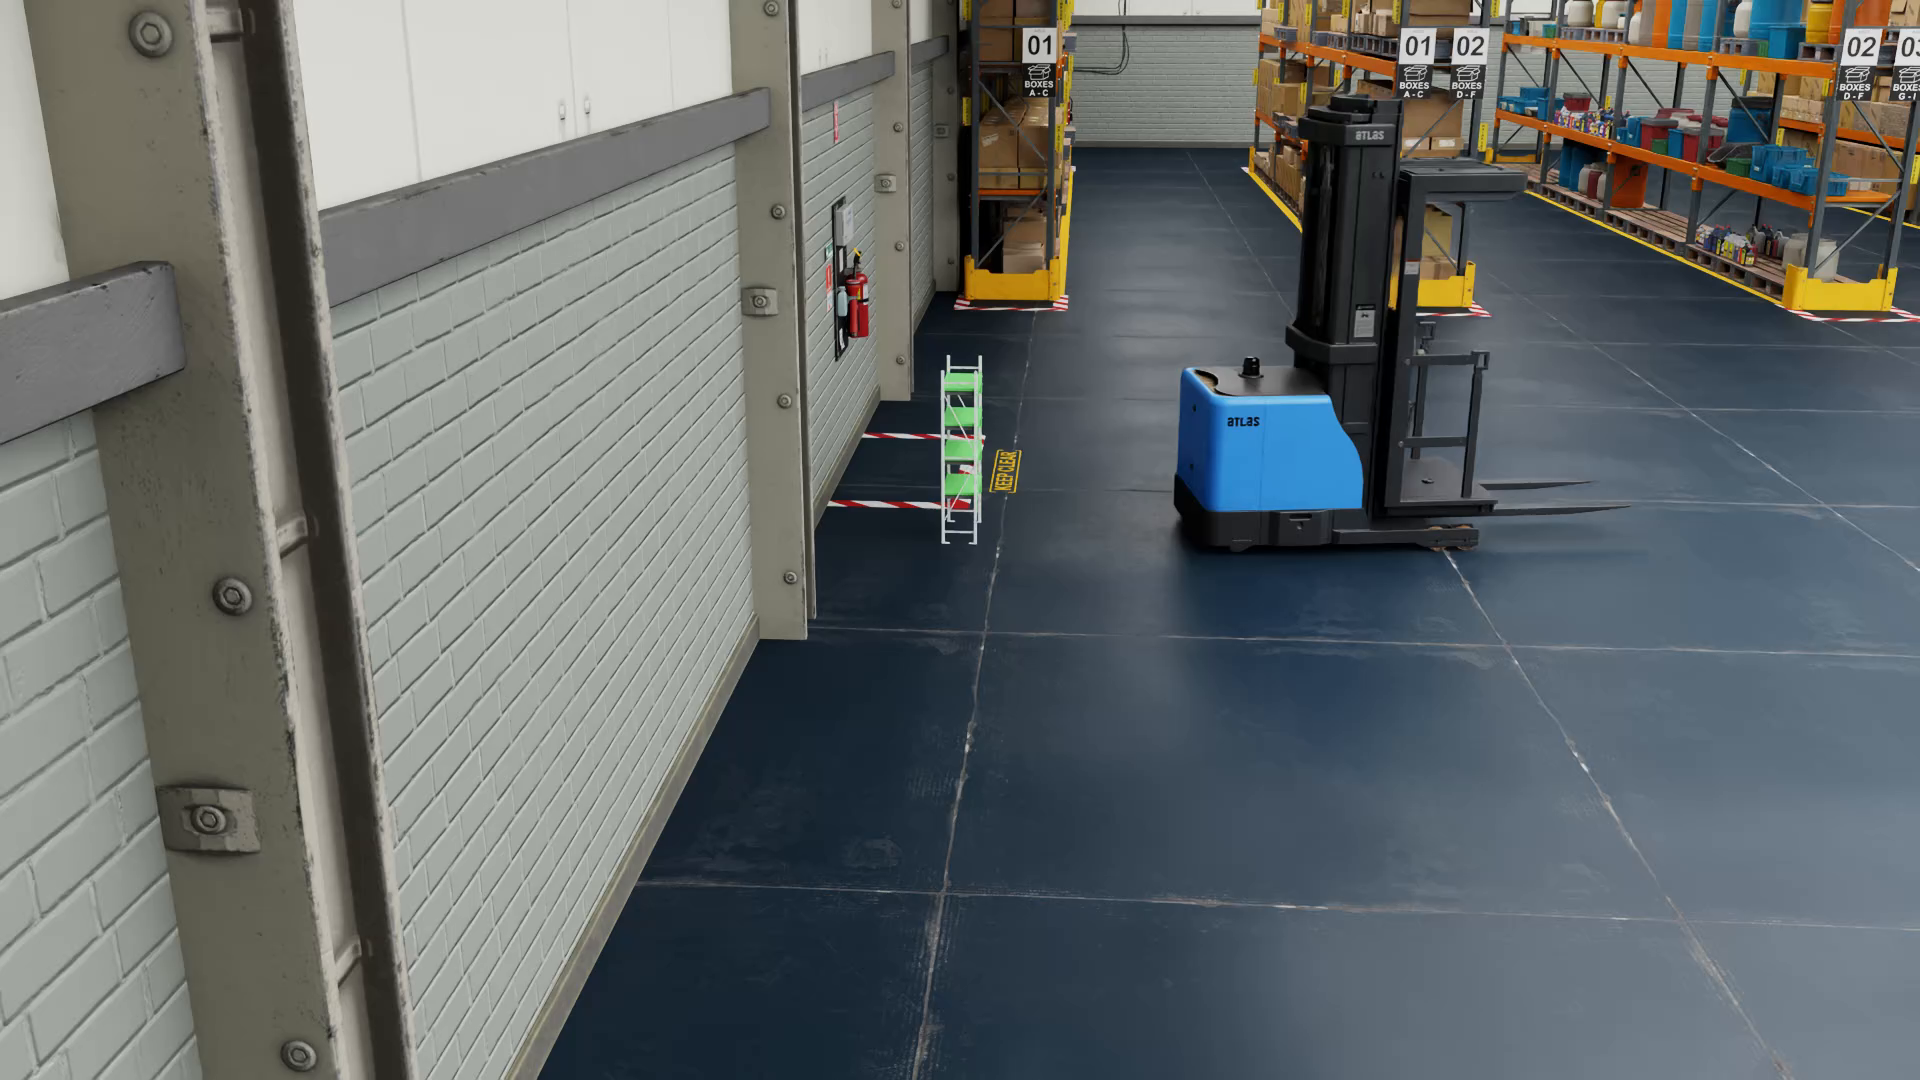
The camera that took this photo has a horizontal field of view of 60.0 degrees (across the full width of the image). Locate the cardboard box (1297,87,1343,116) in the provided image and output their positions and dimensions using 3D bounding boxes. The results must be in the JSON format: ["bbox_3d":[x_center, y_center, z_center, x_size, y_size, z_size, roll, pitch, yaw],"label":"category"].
[{"bbox_3d":[6.375,-7.716,29.318,0.700,0.500,0.500,-3,18,-10],"label":"cardboard box"}]

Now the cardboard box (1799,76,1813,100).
[{"bbox_3d":[16.127,-8.527,31.188,0.500,0.500,0.500,1,18,4],"label":"cardboard box"}]

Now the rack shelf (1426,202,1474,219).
[{"bbox_3d":[5.723,-4.571,21.711,1.077,0.370,4.000,1,18,4],"label":"rack shelf"}]

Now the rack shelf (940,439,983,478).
[{"bbox_3d":[0.012,-0.561,11.413,0.258,0.148,0.480,1,18,4],"label":"rack shelf"}]

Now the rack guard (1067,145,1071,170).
[{"bbox_3d":[1.787,-8.190,35.615,1.175,0.500,0.348,1,18,4],"label":"rack guard"}]

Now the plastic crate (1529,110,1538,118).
[{"bbox_3d":[11.193,-8.158,31.849,0.437,0.125,0.590,1,18,4],"label":"plastic crate"}]

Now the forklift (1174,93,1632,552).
[{"bbox_3d":[3.081,-1.481,11.235,3.031,2.935,1.130,-2,18,-5],"label":"forklift"}]

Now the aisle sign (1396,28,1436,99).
[{"bbox_3d":[5.282,-5.513,19.256,0.394,0.787,0.004,1,18,4],"label":"aisle sign"}]

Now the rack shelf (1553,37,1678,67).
[{"bbox_3d":[11.237,-8.369,28.486,1.077,0.370,4.000,1,18,4],"label":"rack shelf"}]

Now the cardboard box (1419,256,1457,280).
[{"bbox_3d":[5.840,-3.346,20.559,0.500,0.250,0.500,1,18,4],"label":"cardboard box"}]

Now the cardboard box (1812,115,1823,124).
[{"bbox_3d":[16.016,-7.779,30.749,0.380,0.149,0.250,1,18,4],"label":"cardboard box"}]

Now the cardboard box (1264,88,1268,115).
[{"bbox_3d":[6.324,-8.705,33.012,0.500,0.500,0.500,2,18,5],"label":"cardboard box"}]

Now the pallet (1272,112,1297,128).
[{"bbox_3d":[6.274,-7.682,30.357,1.003,0.211,1.213,1,18,4],"label":"pallet"}]

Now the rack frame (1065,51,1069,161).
[{"bbox_3d":[1.786,-9.370,35.203,1.000,3.000,0.127,1,18,4],"label":"rack frame"}]

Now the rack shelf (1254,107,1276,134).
[{"bbox_3d":[6.583,-8.298,33.085,1.077,0.370,4.000,1,18,4],"label":"rack shelf"}]

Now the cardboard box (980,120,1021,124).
[{"bbox_3d":[0.506,-5.003,20.878,0.500,0.500,0.500,2,18,5],"label":"cardboard box"}]

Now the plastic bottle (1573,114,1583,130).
[{"bbox_3d":[10.884,-7.353,29.245,0.152,0.276,0.135,1,18,4],"label":"plastic bottle"}]

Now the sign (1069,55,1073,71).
[{"bbox_3d":[2.326,-10.017,34.935,0.100,0.325,0.005,1,18,4],"label":"sign"}]

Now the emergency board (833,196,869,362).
[{"bbox_3d":[-0.819,-2.008,12.733,0.194,1.169,0.643,1,18,4],"label":"emergency board"}]

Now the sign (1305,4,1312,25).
[{"bbox_3d":[5.612,-8.460,26.777,0.100,0.325,0.005,1,18,4],"label":"sign"}]

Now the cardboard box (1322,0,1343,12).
[{"bbox_3d":[6.191,-8.860,27.061,0.500,0.500,0.500,1,18,4],"label":"cardboard box"}]

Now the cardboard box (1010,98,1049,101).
[{"bbox_3d":[1.121,-6.609,25.907,0.700,0.500,0.500,1,18,4],"label":"cardboard box"}]

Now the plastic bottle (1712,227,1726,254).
[{"bbox_3d":[10.322,-4.072,22.582,0.144,0.351,0.185,1,18,2],"label":"plastic bottle"}]

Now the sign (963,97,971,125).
[{"bbox_3d":[0.086,-5.120,19.864,0.100,0.325,0.005,1,18,4],"label":"sign"}]

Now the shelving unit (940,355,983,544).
[{"bbox_3d":[0.012,-0.622,11.393,0.258,1.200,0.503,1,18,4],"label":"shelving unit"}]

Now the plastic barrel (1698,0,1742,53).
[{"bbox_3d":[10.627,-7.249,23.105,0.600,0.901,0.708,1,18,4],"label":"plastic barrel"}]

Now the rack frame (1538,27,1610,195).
[{"bbox_3d":[11.380,-7.907,30.736,1.000,3.000,0.127,1,18,4],"label":"rack frame"}]

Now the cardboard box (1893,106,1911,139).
[{"bbox_3d":[15.864,-6.915,27.549,0.500,0.500,0.500,1,18,3],"label":"cardboard box"}]

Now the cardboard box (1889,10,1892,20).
[{"bbox_3d":[16.152,-9.040,28.847,0.500,0.311,0.500,1,18,2],"label":"cardboard box"}]

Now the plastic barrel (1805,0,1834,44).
[{"bbox_3d":[10.475,-6.251,19.890,0.600,0.588,0.600,0,18,0],"label":"plastic barrel"}]

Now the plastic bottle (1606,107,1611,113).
[{"bbox_3d":[11.641,-7.591,29.850,0.144,0.351,0.185,1,18,4],"label":"plastic bottle"}]

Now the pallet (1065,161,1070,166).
[{"bbox_3d":[1.806,-7.795,34.874,1.003,0.211,1.213,1,18,4],"label":"pallet"}]

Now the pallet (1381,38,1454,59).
[{"bbox_3d":[5.656,-5.894,19.918,1.003,0.211,1.213,1,18,4],"label":"pallet"}]

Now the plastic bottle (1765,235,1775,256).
[{"bbox_3d":[10.907,-3.968,22.373,0.061,0.283,0.133,1,18,4],"label":"plastic bottle"}]

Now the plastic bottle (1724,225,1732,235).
[{"bbox_3d":[10.479,-4.128,22.751,0.144,0.351,0.185,1,18,4],"label":"plastic bottle"}]

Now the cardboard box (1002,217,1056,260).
[{"bbox_3d":[0.921,-4.039,22.240,0.700,0.500,0.500,0,18,0],"label":"cardboard box"}]

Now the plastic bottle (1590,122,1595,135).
[{"bbox_3d":[10.782,-6.994,28.269,0.097,0.201,0.097,0,18,0],"label":"plastic bottle"}]

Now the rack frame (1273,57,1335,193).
[{"bbox_3d":[6.440,-8.019,31.077,1.000,3.000,0.127,1,18,4],"label":"rack frame"}]

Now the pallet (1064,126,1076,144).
[{"bbox_3d":[1.267,-6.571,26.967,1.213,0.211,1.003,1,18,4],"label":"pallet"}]

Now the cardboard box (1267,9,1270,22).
[{"bbox_3d":[6.358,-10.388,32.930,0.500,0.250,0.500,1,18,4],"label":"cardboard box"}]

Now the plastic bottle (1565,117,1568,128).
[{"bbox_3d":[10.898,-7.498,29.807,0.097,0.201,0.097,0,18,0],"label":"plastic bottle"}]

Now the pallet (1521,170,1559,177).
[{"bbox_3d":[11.479,-7.191,33.030,1.003,0.211,1.213,1,18,4],"label":"pallet"}]

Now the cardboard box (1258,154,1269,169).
[{"bbox_3d":[6.333,-7.690,33.784,0.500,0.250,0.500,1,18,4],"label":"cardboard box"}]

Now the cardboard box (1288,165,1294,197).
[{"bbox_3d":[6.024,-6.254,29.000,0.500,0.500,0.500,1,18,2],"label":"cardboard box"}]

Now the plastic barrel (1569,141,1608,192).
[{"bbox_3d":[11.274,-6.721,29.812,0.600,0.901,0.708,1,18,4],"label":"plastic barrel"}]

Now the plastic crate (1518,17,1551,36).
[{"bbox_3d":[11.283,-10.077,32.641,0.504,0.338,0.767,1,18,4],"label":"plastic crate"}]

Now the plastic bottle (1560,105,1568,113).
[{"bbox_3d":[11.029,-7.769,30.394,0.144,0.351,0.185,1,18,4],"label":"plastic bottle"}]

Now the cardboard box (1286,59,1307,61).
[{"bbox_3d":[6.969,-9.639,34.257,0.500,0.500,0.500,1,18,3],"label":"cardboard box"}]

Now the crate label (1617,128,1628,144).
[{"bbox_3d":[10.690,-6.463,26.597,0.303,0.233,0.416,1,18,4],"label":"crate label"}]

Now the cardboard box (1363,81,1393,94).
[{"bbox_3d":[5.806,-5.903,22.377,0.700,0.500,0.500,1,18,4],"label":"cardboard box"}]
